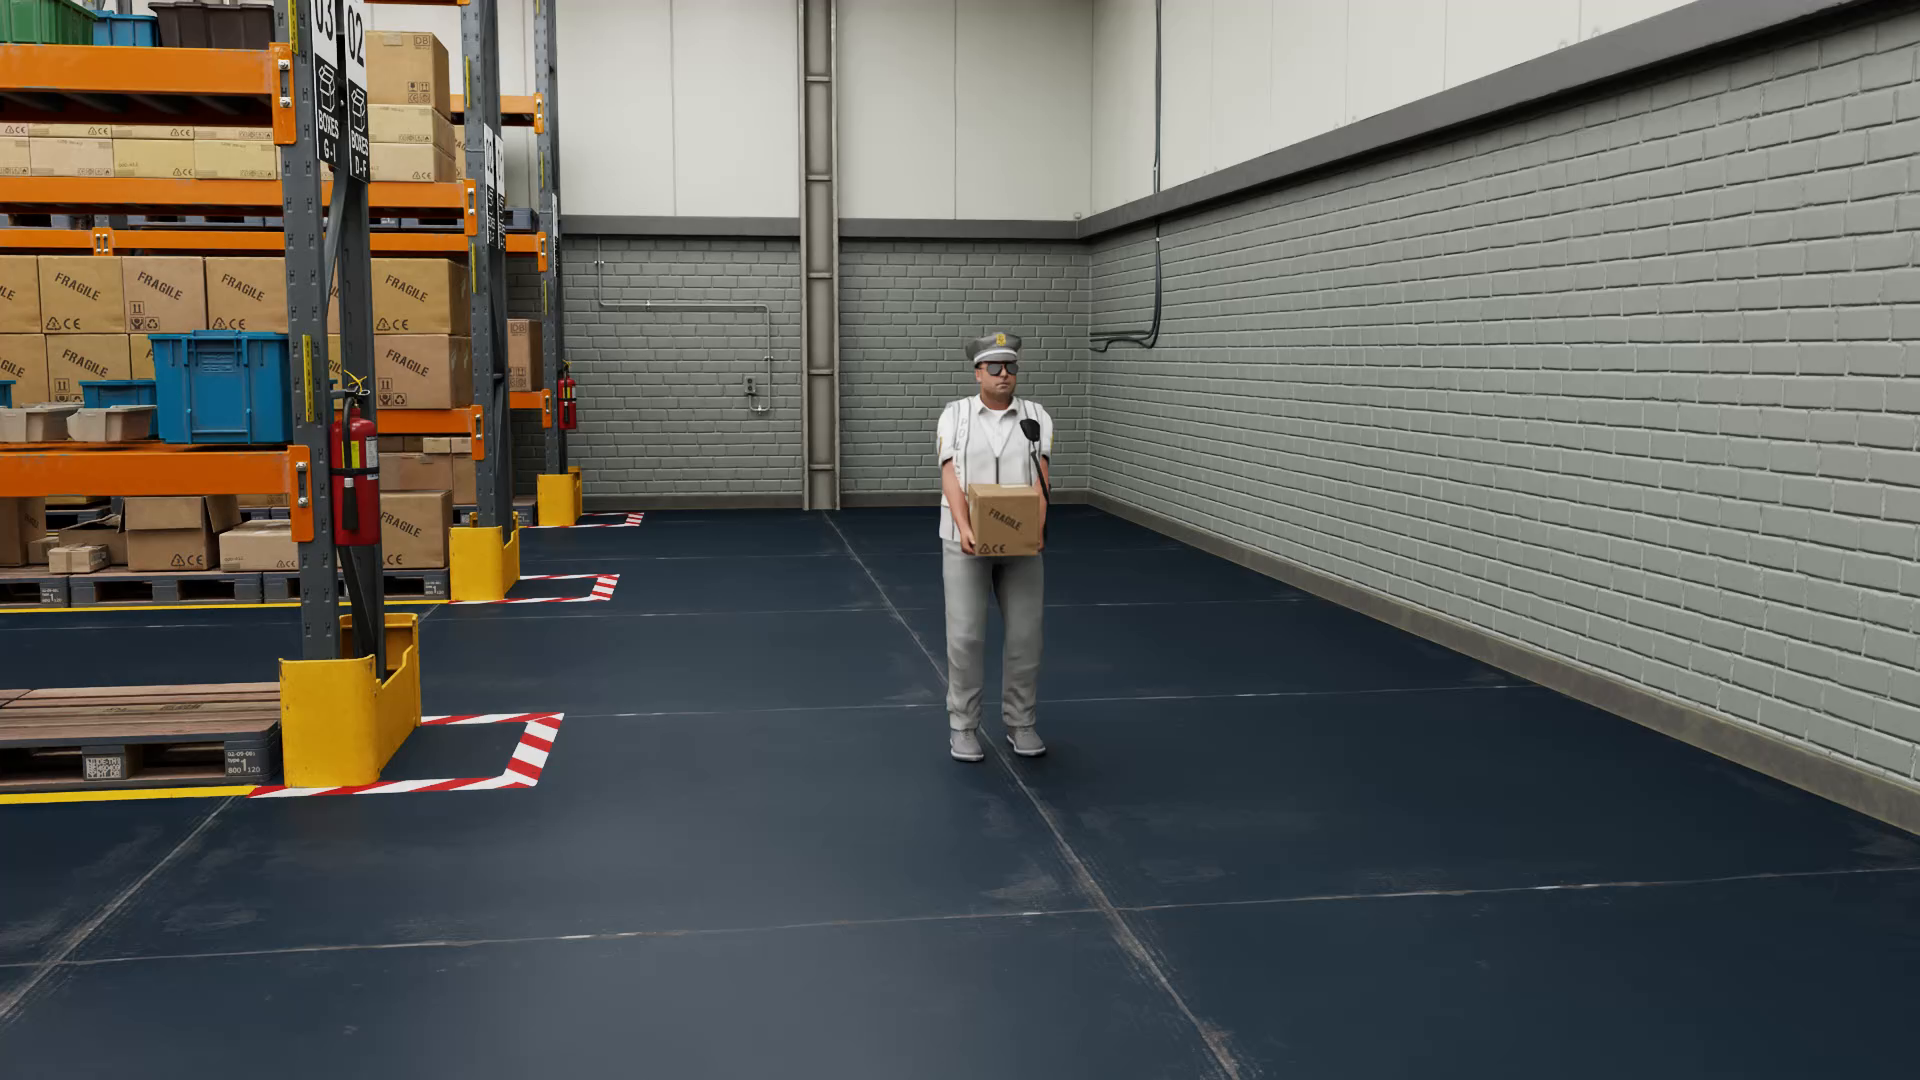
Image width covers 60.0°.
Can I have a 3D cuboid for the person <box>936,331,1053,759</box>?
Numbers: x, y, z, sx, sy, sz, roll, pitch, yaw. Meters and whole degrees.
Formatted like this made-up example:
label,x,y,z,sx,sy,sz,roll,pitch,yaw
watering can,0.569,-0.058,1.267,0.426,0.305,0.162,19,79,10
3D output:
label,x,y,z,sx,sy,sz,roll,pitch,yaw
person,0.163,0.018,6.937,0.493,1.767,0.573,-1,7,-8
